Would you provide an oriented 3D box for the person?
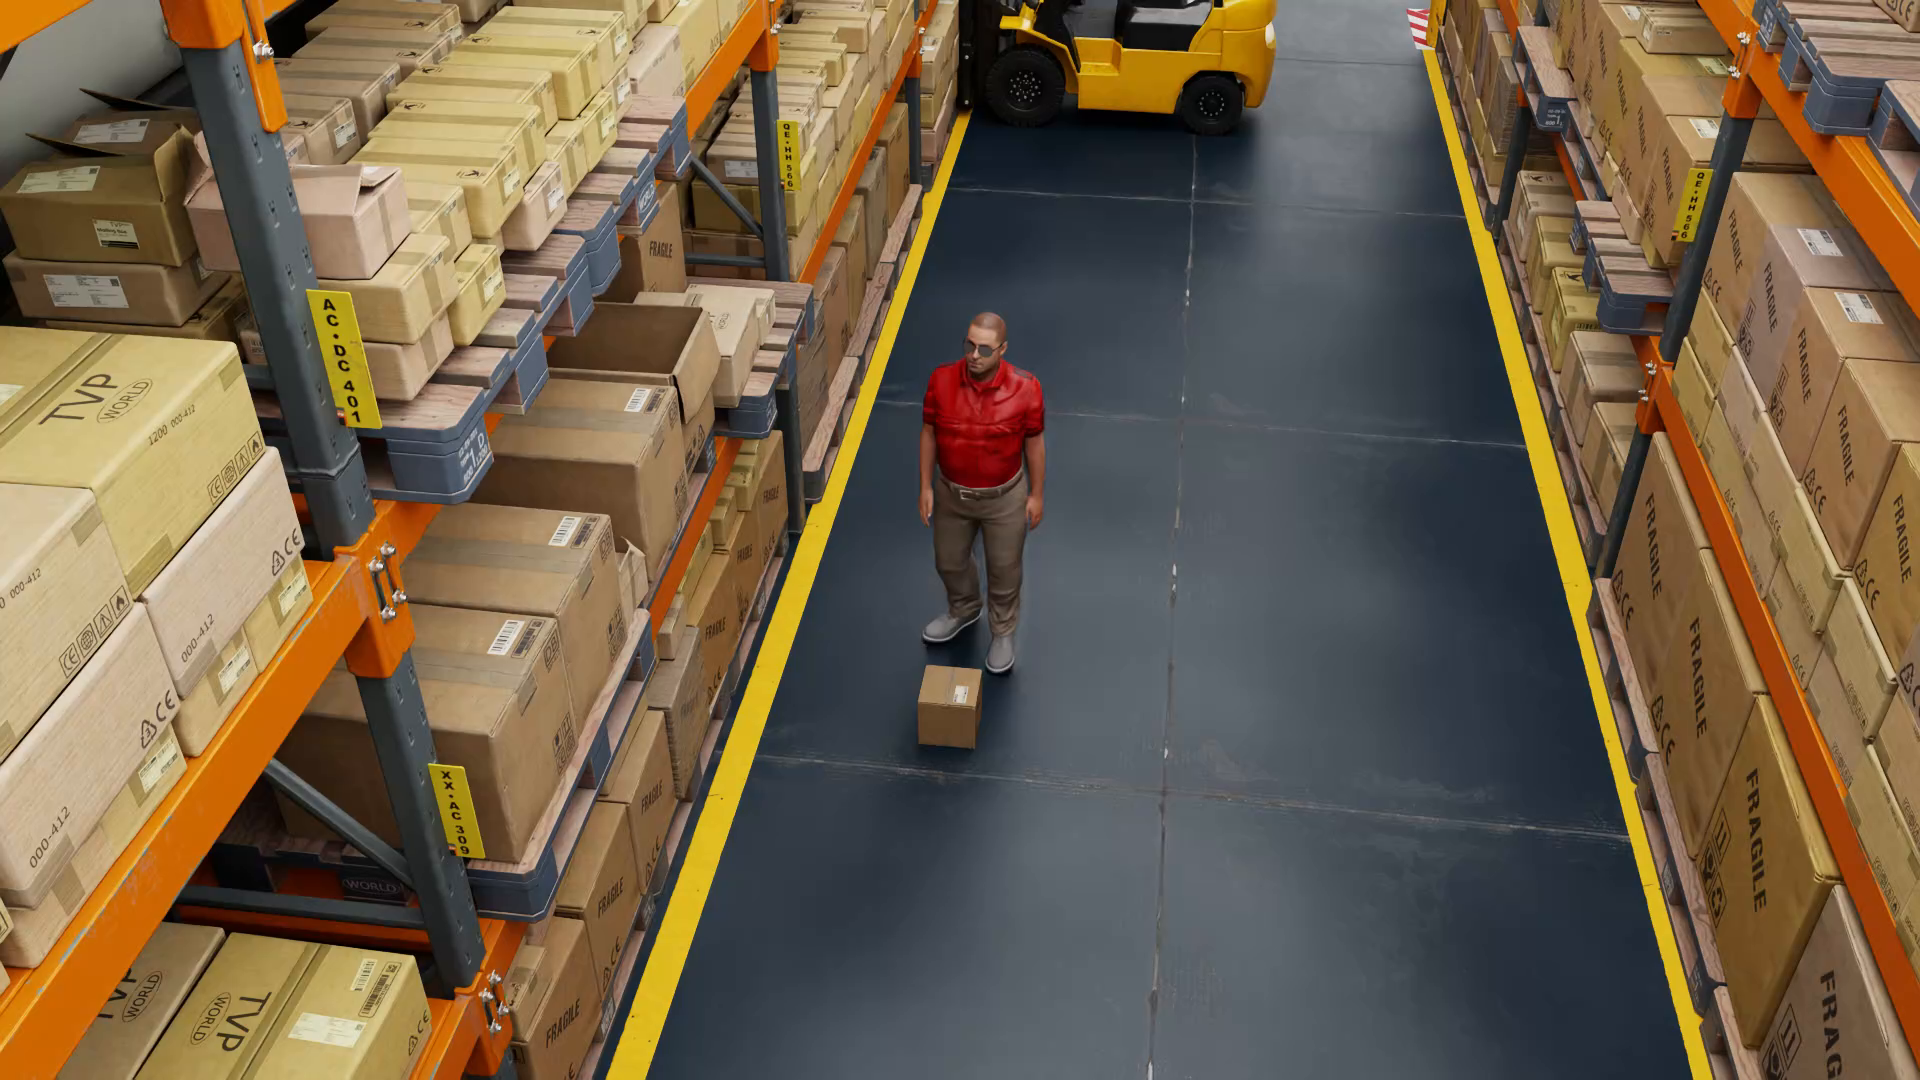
[{"bbox_3d":[0.091,-0.210,7.317,0.556,1.727,0.417,9,37,12],"label":"person"}]
